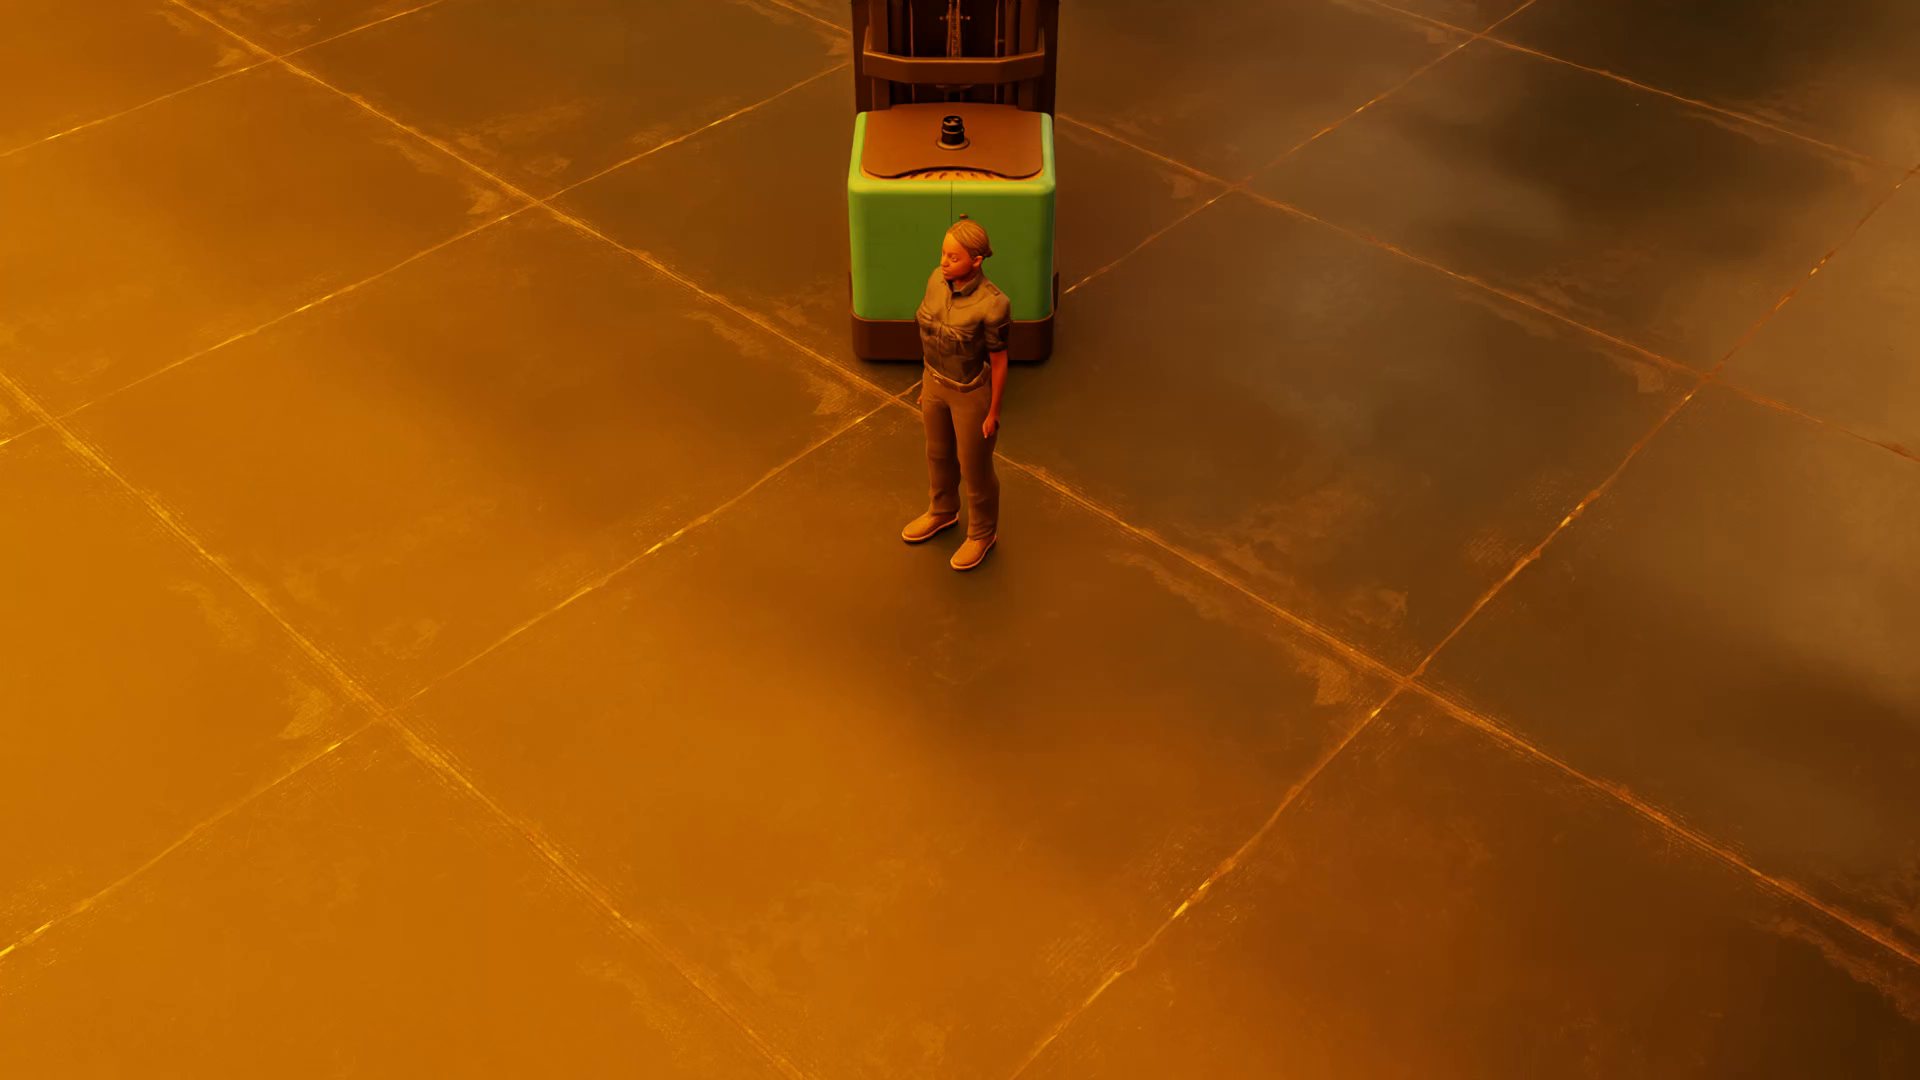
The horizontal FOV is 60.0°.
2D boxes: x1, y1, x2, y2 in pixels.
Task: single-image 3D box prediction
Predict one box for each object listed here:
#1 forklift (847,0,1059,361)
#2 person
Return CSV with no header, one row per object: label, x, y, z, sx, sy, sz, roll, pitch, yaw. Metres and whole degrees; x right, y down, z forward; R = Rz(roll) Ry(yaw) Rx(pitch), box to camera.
forklift,-0.022,-2.981,8.903,1.130,2.935,3.031,0,41,1
person,-0.014,-0.622,7.134,0.451,1.660,0.335,31,49,31
